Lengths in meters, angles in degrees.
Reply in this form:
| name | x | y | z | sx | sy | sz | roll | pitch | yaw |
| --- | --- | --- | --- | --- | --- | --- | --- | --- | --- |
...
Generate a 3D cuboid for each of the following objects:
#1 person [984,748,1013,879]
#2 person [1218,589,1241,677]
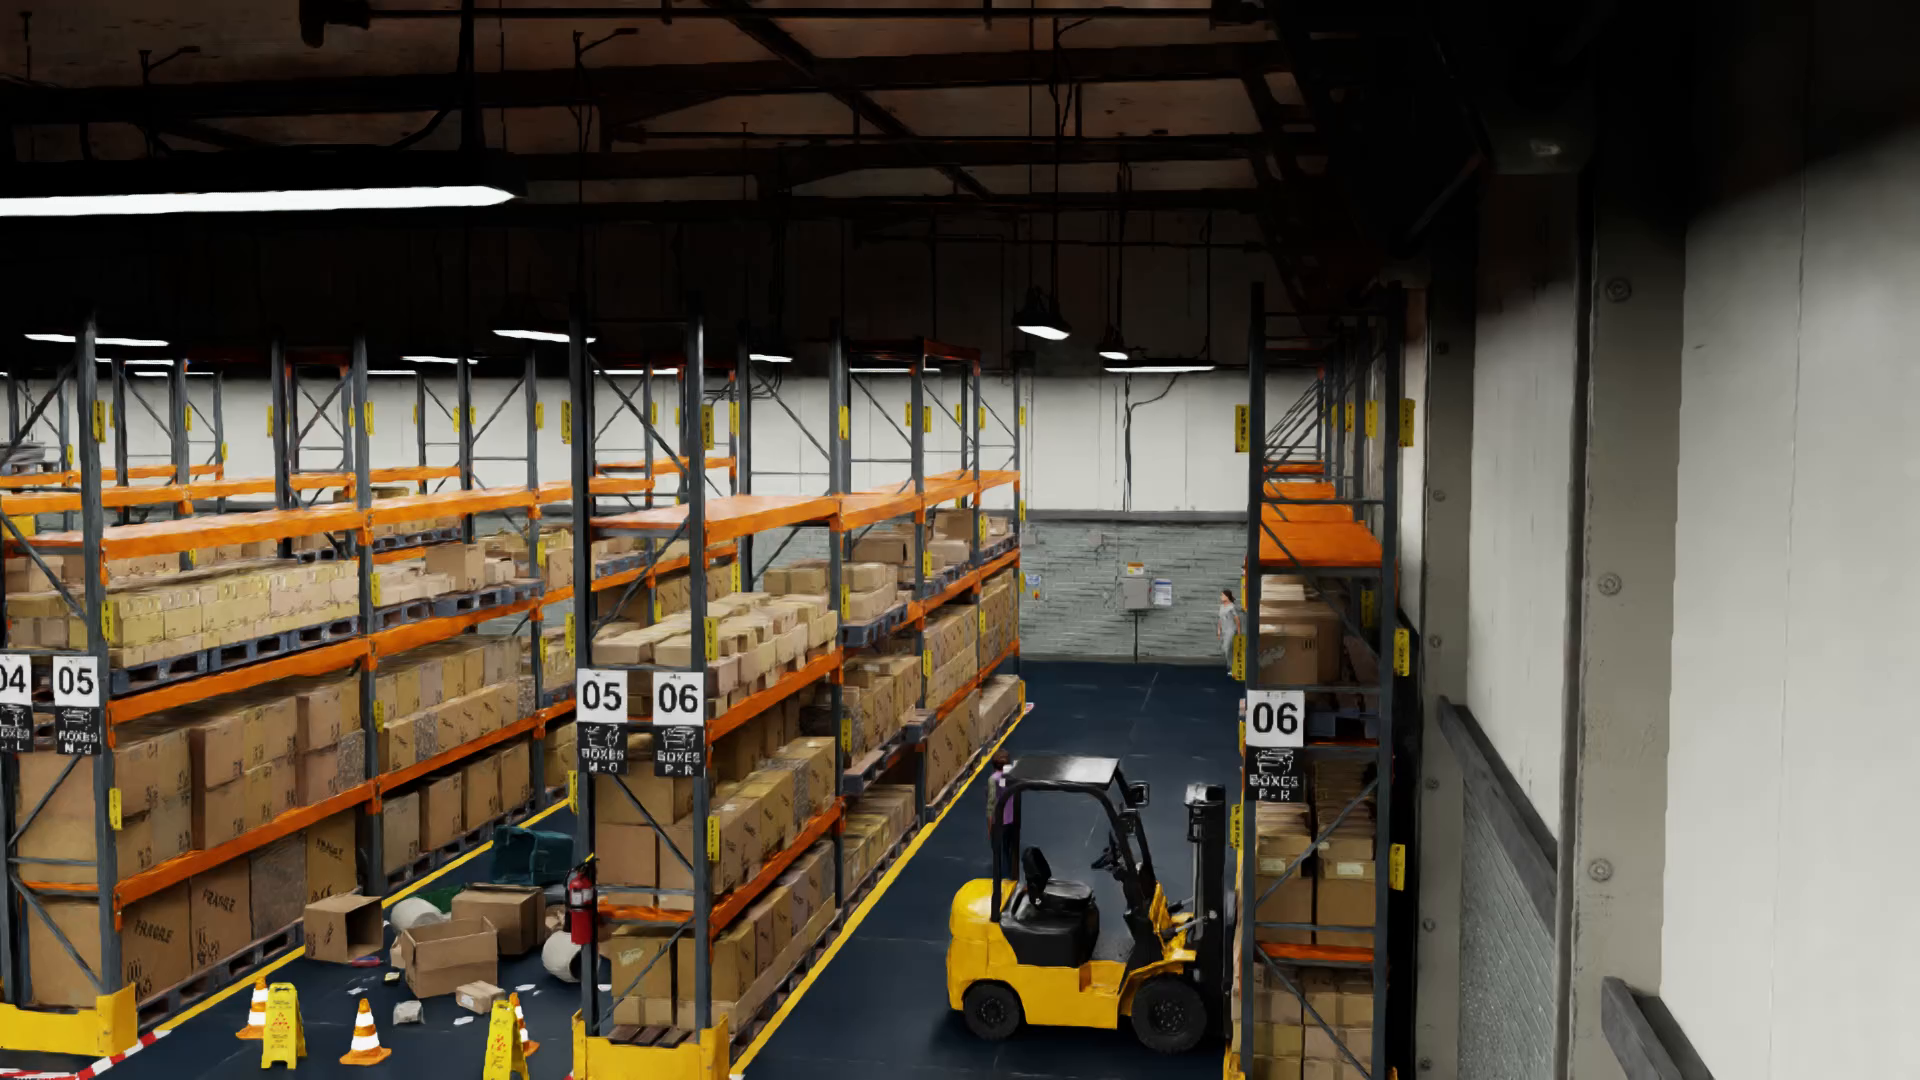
| name | x | y | z | sx | sy | sz | roll | pitch | yaw |
| --- | --- | --- | --- | --- | --- | --- | --- | --- | --- |
| person | 0.405 | 2.960 | 17.364 | 0.454 | 1.599 | 0.467 | 4 | 6 | 41 |
| person | 5.176 | 1.764 | 31.827 | 0.491 | 1.655 | 0.573 | -2 | 5 | -25 |
